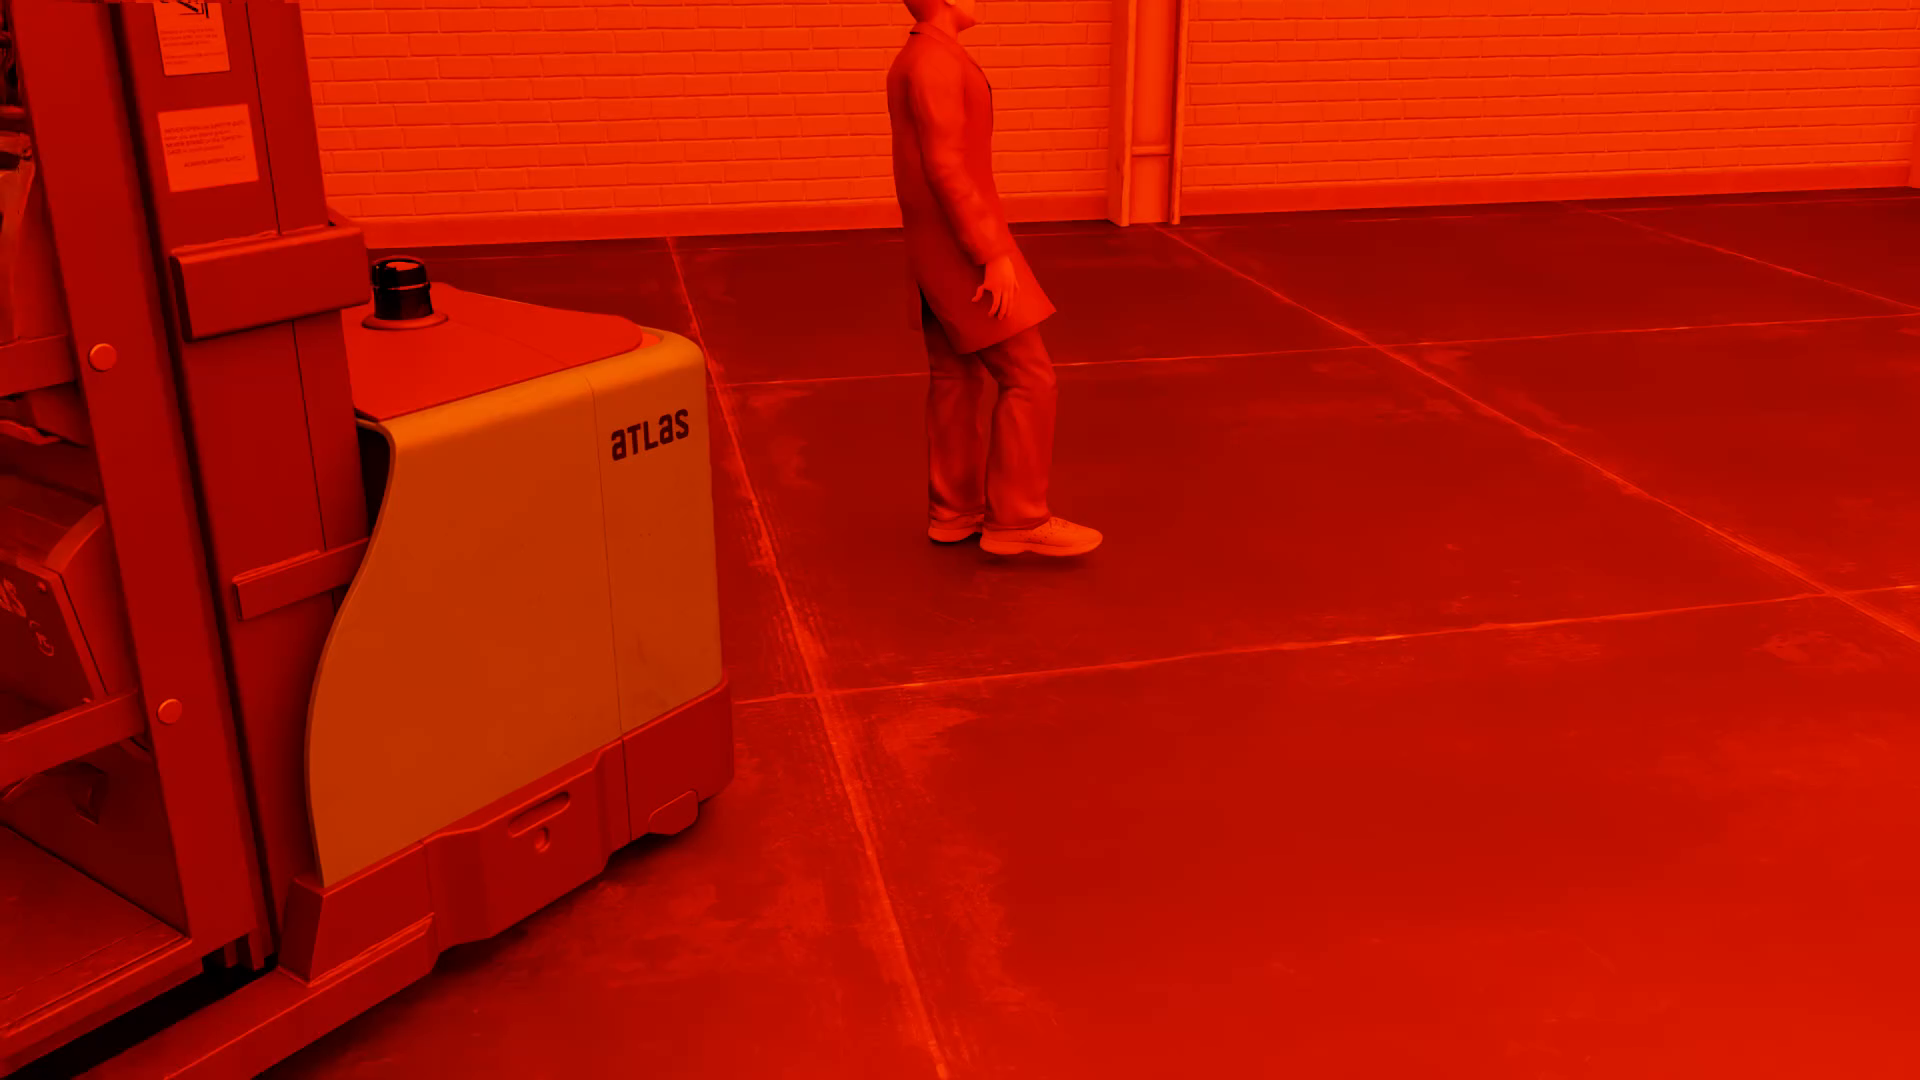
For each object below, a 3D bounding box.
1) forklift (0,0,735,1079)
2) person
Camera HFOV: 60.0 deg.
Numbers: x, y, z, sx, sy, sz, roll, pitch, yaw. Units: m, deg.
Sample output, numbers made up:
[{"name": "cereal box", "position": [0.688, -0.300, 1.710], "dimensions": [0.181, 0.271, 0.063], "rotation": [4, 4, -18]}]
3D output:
[{"name": "forklift", "position": [-1.772, -0.453, 2.381], "dimensions": [1.130, 2.935, 3.031], "rotation": [14, 25, 33]}, {"name": "person", "position": [0.090, -0.843, 4.993], "dimensions": [0.583, 1.775, 0.696], "rotation": [-5, 21, -12]}]
